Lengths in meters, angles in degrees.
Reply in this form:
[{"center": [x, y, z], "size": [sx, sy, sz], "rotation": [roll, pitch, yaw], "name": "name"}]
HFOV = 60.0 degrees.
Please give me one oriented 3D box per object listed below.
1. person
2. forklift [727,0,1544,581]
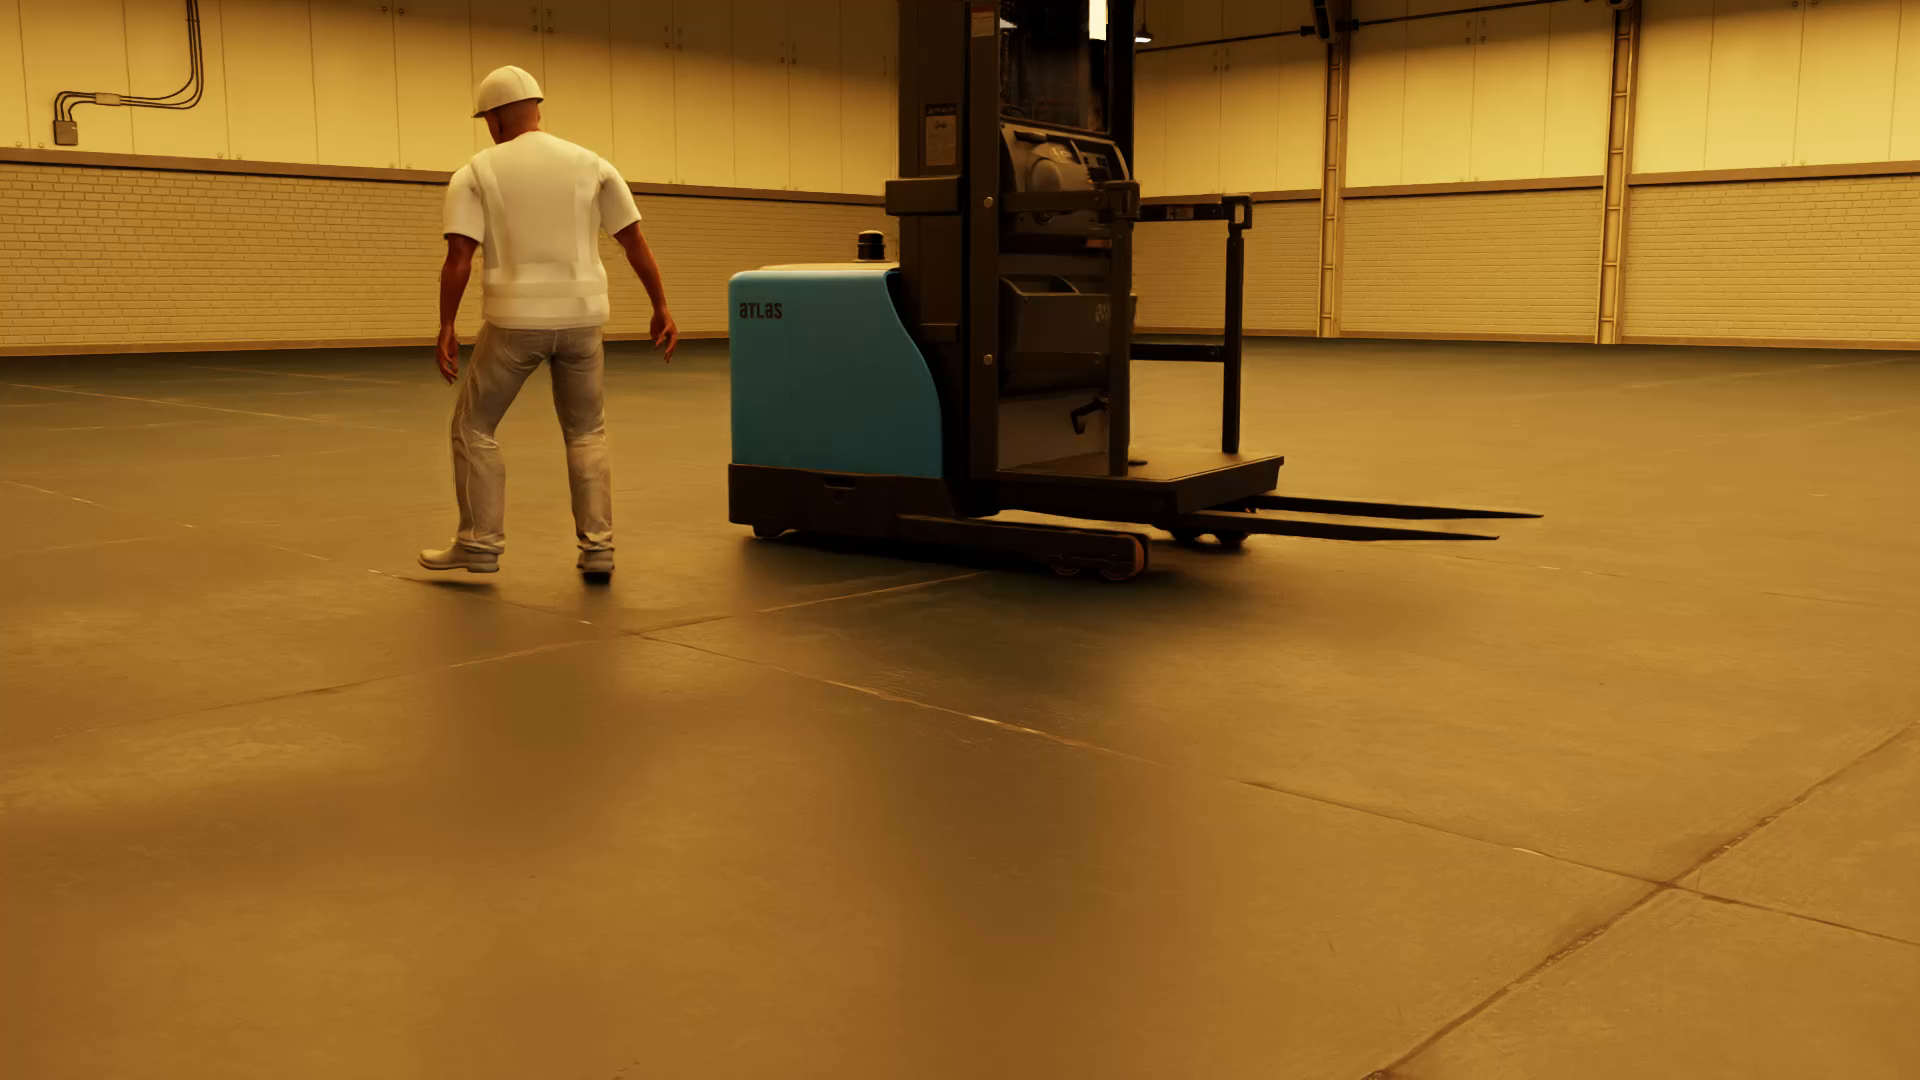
[{"center": [-1.439, -0.752, 5.747], "size": [0.883, 1.727, 0.471], "rotation": [-4, 9, -23], "name": "person"}, {"center": [0.584, -1.397, 6.150], "size": [3.031, 2.935, 1.130], "rotation": [5, 10, 32], "name": "forklift"}]
